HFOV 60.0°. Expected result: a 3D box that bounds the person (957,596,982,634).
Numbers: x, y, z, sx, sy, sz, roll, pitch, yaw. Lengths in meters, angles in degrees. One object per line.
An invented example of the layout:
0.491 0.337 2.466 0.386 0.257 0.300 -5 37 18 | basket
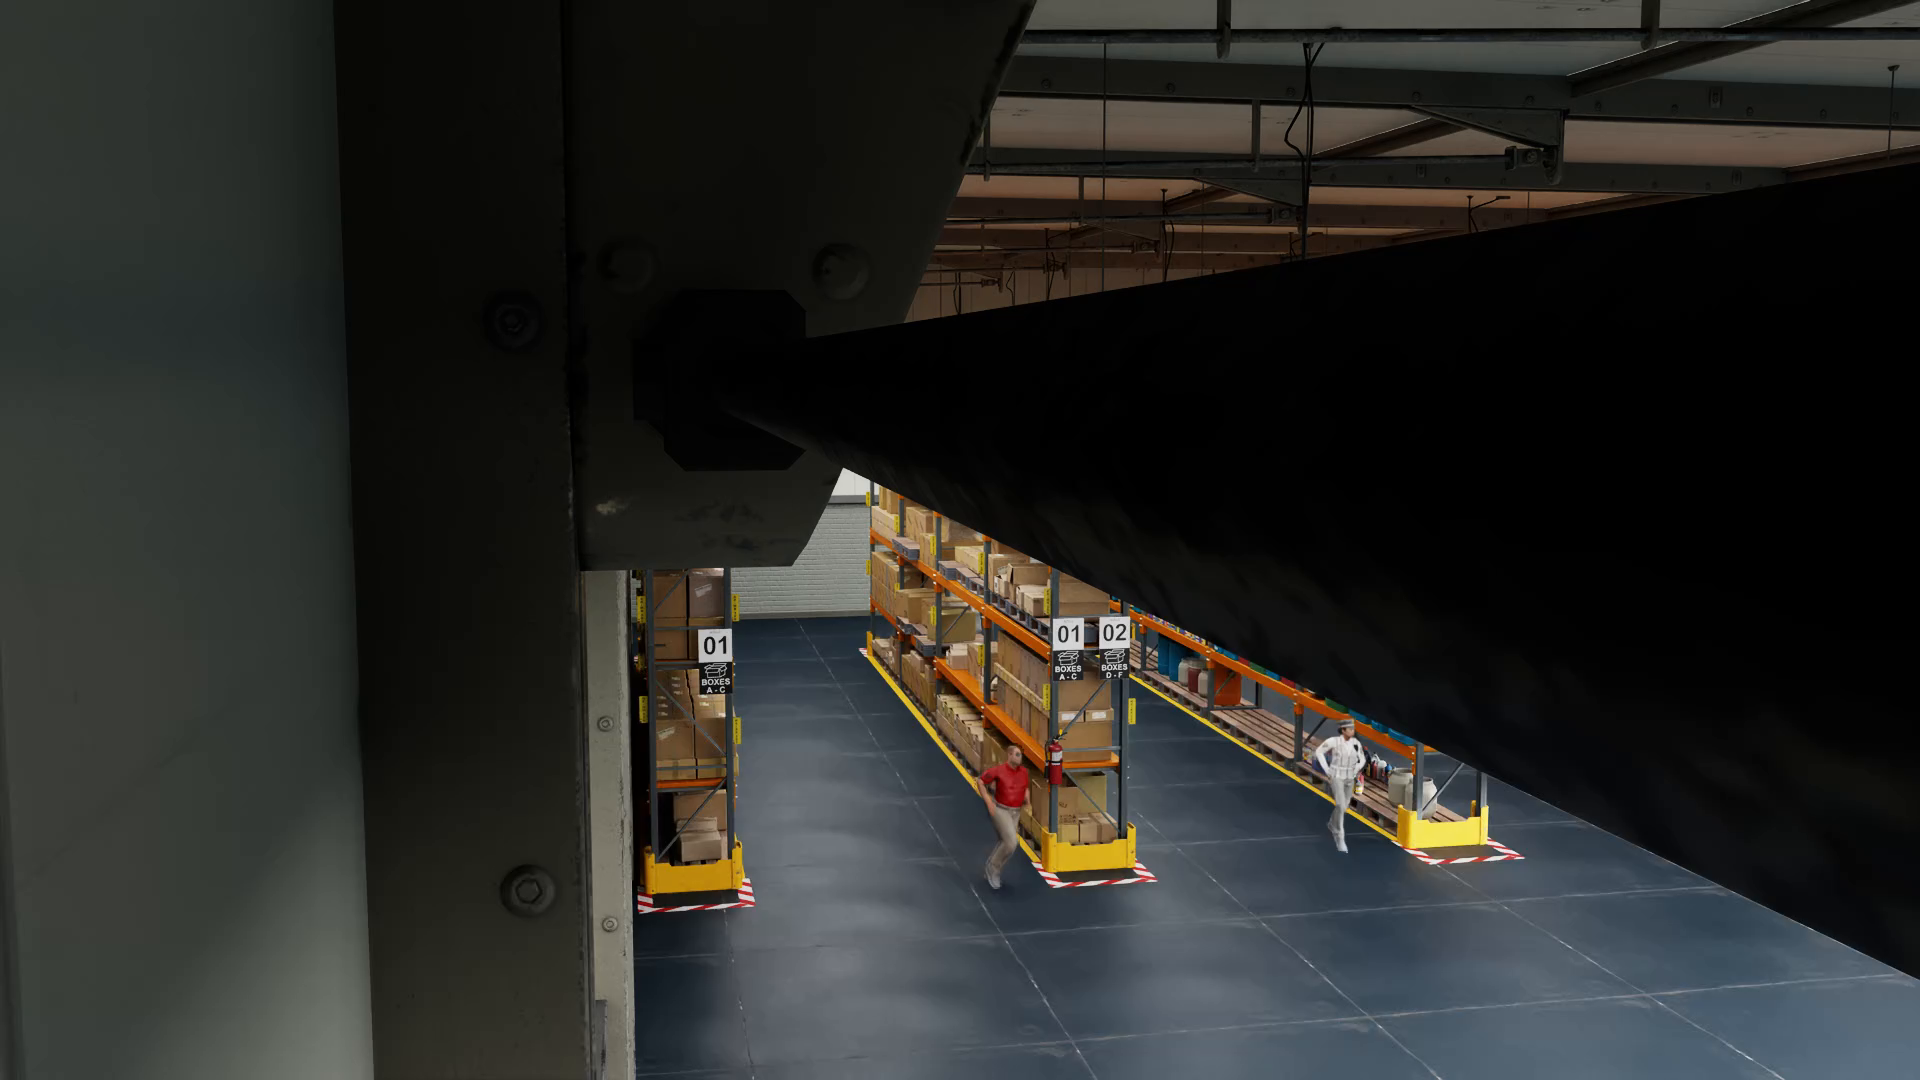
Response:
0.271 1.631 36.901 0.711 1.713 0.568 -6 8 -44 | person

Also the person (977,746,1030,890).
0.596 3.381 20.363 0.678 1.716 0.651 -6 8 -44 | person

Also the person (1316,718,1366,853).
5.093 3.199 22.063 0.614 1.718 0.847 -2 6 -17 | person
